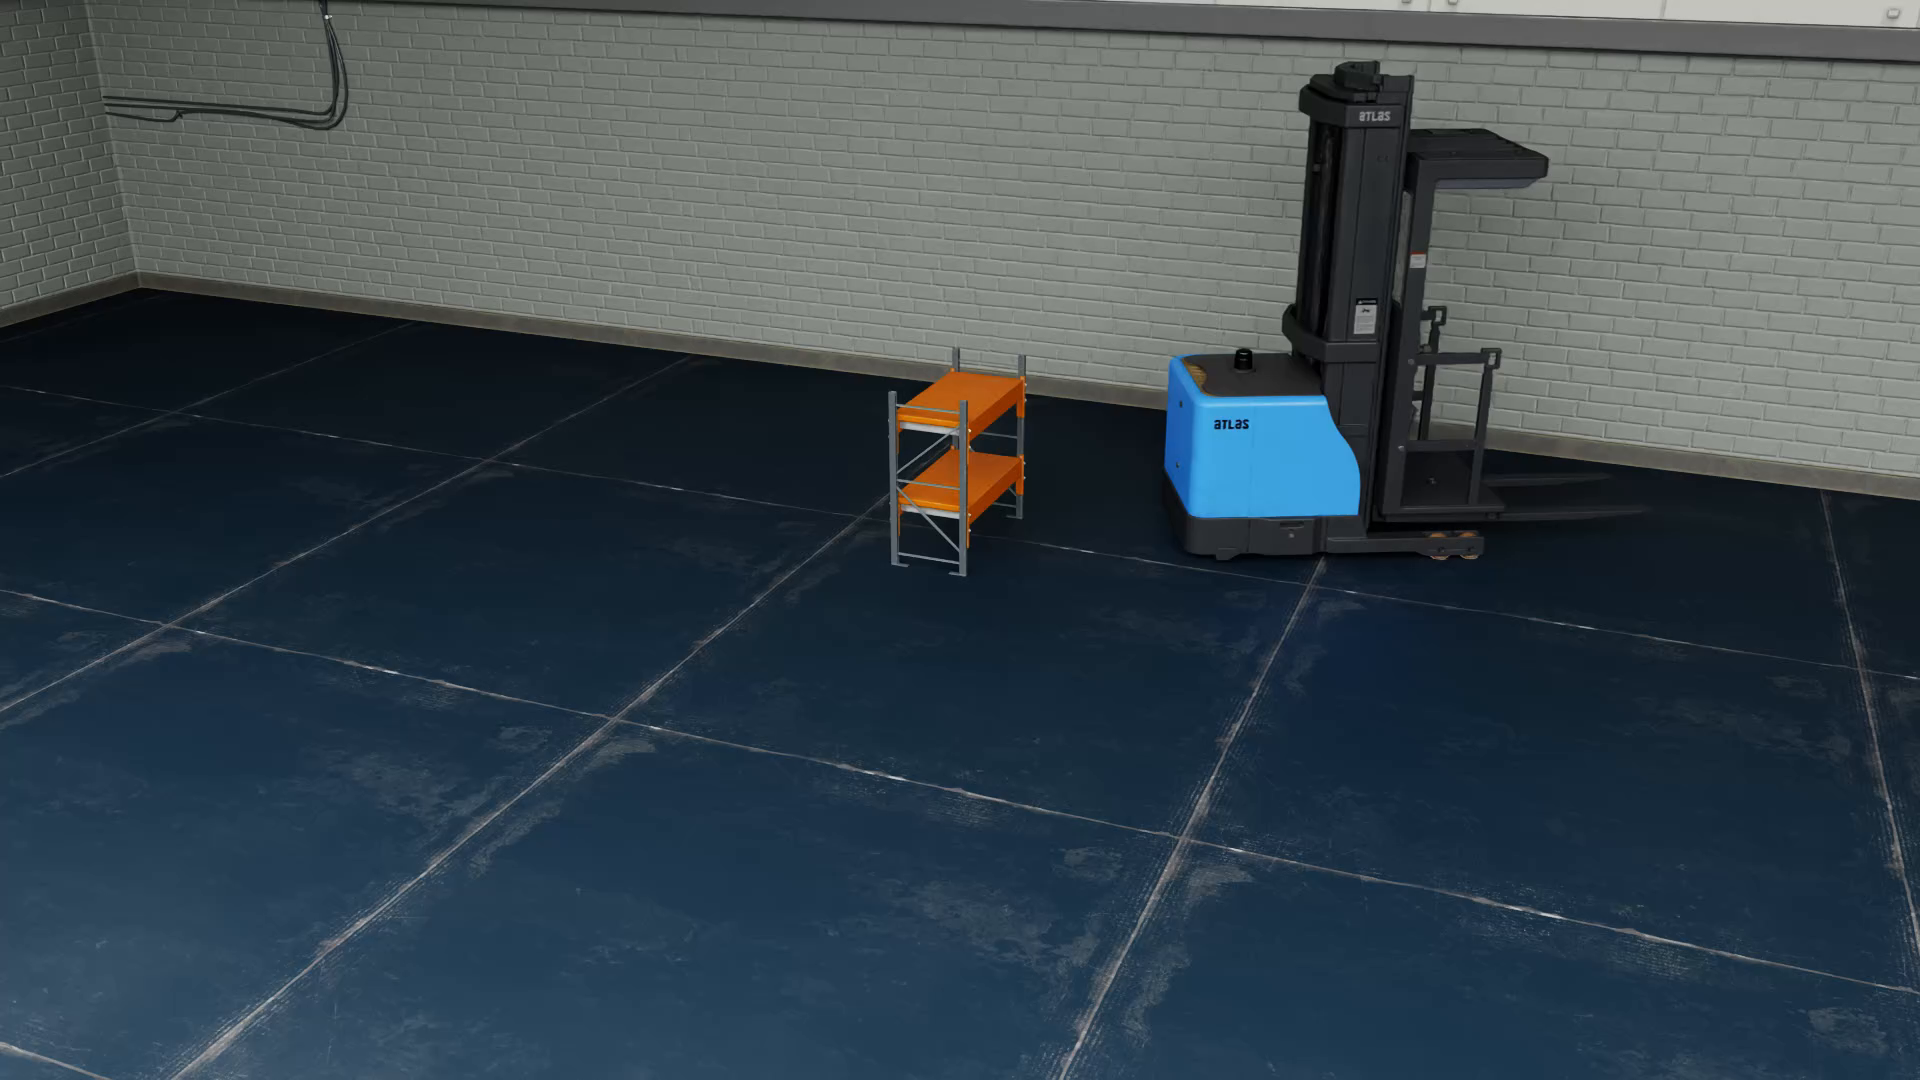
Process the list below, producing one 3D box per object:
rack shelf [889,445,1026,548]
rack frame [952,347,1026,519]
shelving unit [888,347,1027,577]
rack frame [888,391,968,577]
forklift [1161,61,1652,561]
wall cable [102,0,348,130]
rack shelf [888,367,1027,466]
[{"bbox_3d":[-0.002,-0.291,10.622,0.538,0.278,1.000,9,24,20],"label":"rack shelf"},{"bbox_3d":[0.186,-0.699,10.963,0.500,1.125,0.032,9,24,20],"label":"rack frame"},{"bbox_3d":[-0.002,-0.517,10.527,0.538,1.125,1.048,9,24,20],"label":"shelving unit"},{"bbox_3d":[-0.191,-0.335,10.092,0.500,1.125,0.032,9,24,20],"label":"rack frame"},{"bbox_3d":[2.890,-1.429,10.367,3.031,2.935,1.130,-1,23,-3],"label":"forklift"},{"bbox_3d":[-6.995,-5.071,15.244,3.097,2.526,0.112,9,24,20],"label":"wall cable"},{"bbox_3d":[-0.002,-0.787,10.415,0.538,0.278,1.000,9,24,20],"label":"rack shelf"}]
